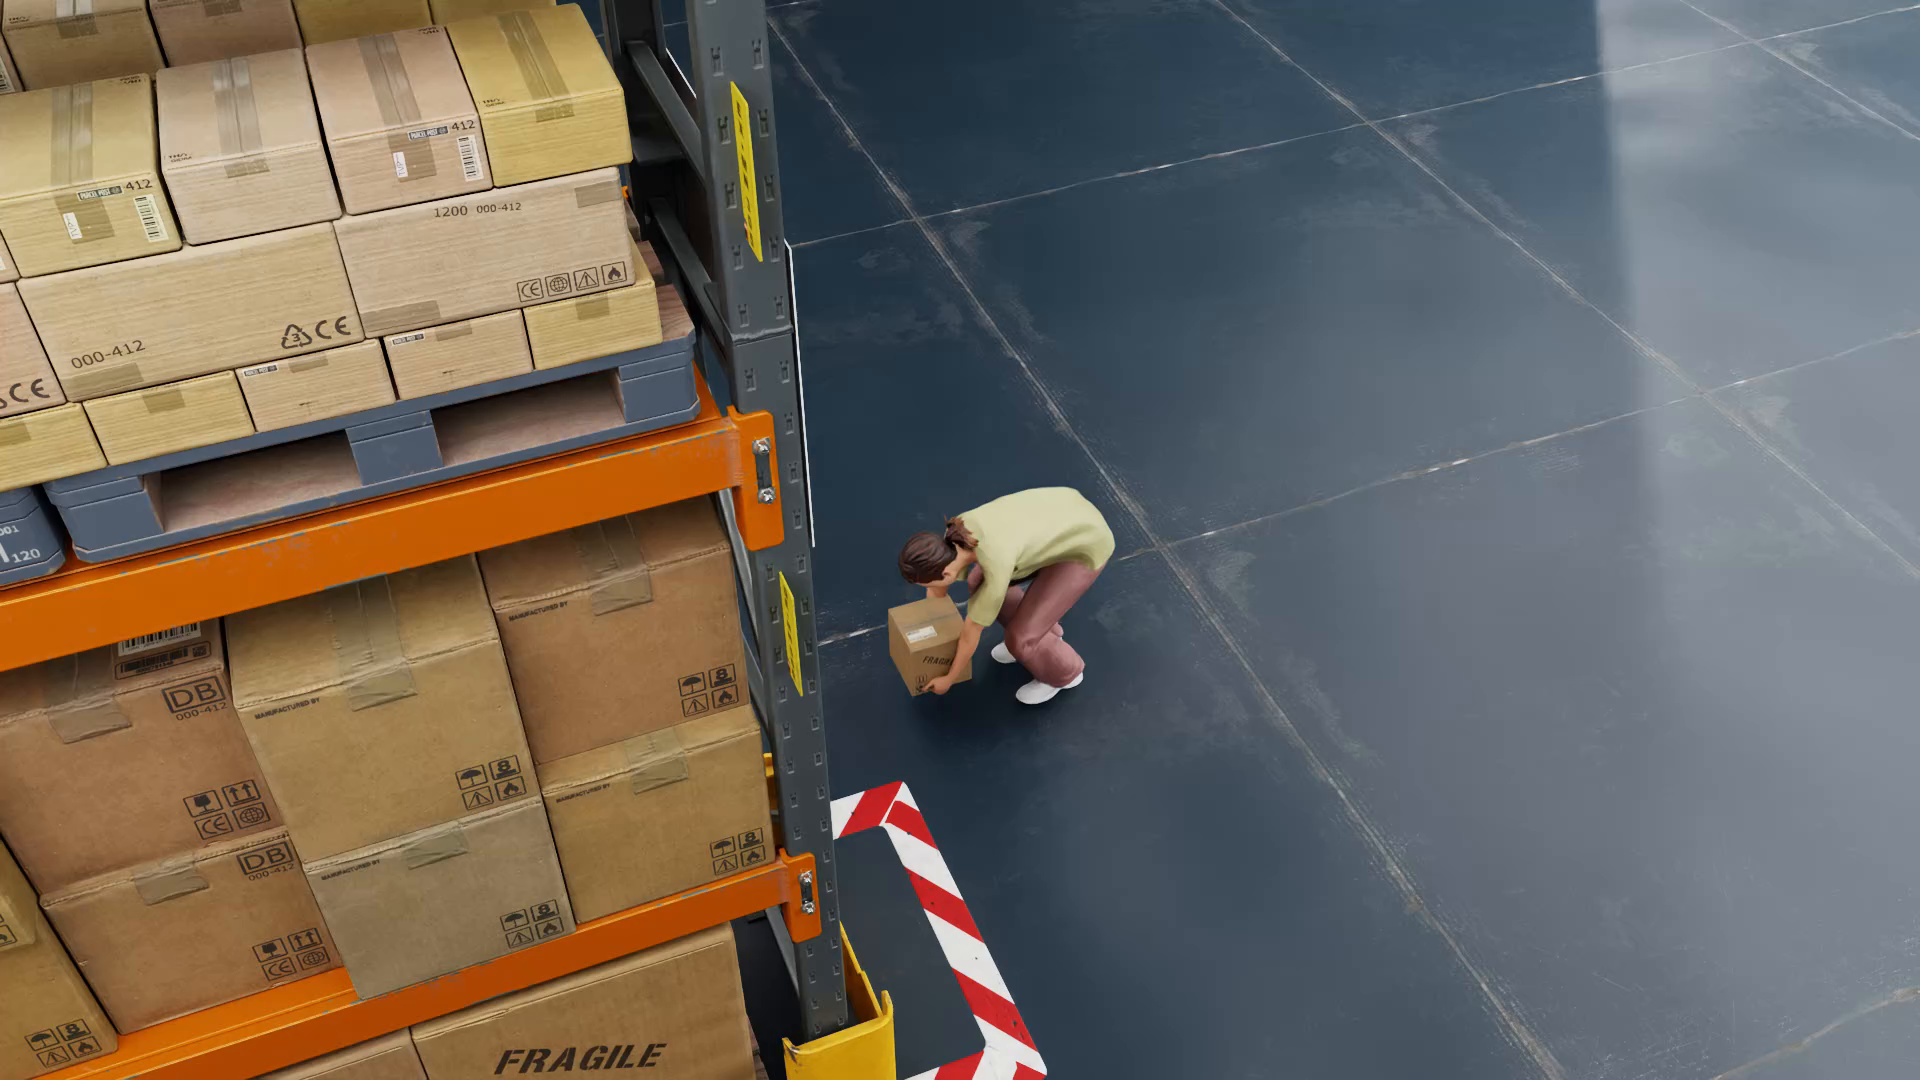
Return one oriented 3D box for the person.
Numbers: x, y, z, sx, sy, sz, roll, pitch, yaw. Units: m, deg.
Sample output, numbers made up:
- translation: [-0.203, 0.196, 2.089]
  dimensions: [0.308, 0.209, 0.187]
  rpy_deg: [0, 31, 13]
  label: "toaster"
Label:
- translation: [0.169, 0.223, 6.444]
  dimensions: [0.867, 0.965, 0.475]
  rpy_deg: [-17, 45, -18]
  label: "person"
